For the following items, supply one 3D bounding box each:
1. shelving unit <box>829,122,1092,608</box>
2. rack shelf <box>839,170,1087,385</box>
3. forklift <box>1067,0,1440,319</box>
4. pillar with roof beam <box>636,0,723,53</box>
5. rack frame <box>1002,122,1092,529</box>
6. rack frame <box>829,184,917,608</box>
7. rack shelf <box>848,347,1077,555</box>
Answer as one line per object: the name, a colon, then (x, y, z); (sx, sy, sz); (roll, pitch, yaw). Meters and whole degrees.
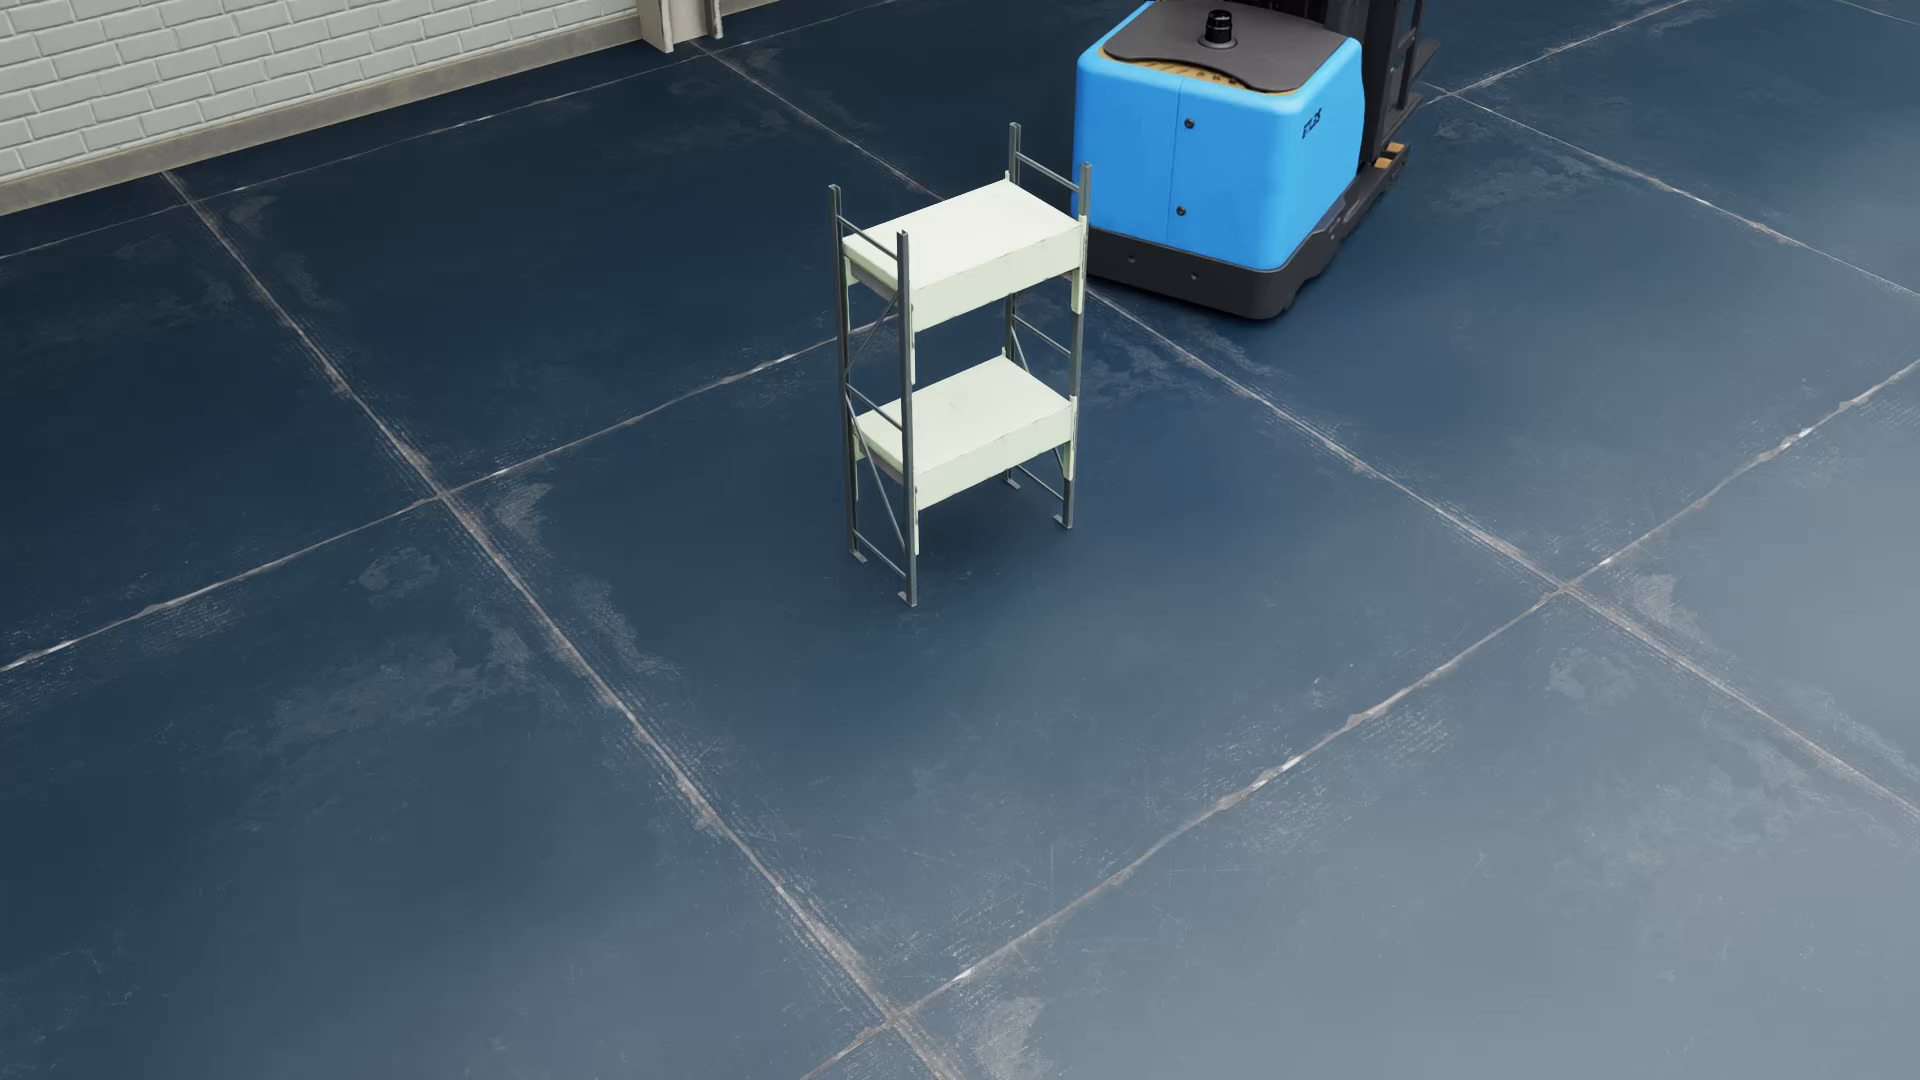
shelving unit: (0.005, -0.582, 5.777); (0.755, 1.500, 0.431); (-26, 46, -28)
rack shelf: (0.005, -0.884, 5.530); (0.720, 0.370, 0.431); (-26, 46, -28)
forklift: (1.648, -3.023, 7.625); (1.130, 2.935, 3.031); (20, 43, 22)
pillar with roof beam: (0.966, -4.313, 4.412); (0.400, 9.000, 9.100); (-26, 46, -28)
rack frame: (0.295, -0.724, 5.950); (0.023, 1.500, 0.400); (-26, 46, -28)
rack frame: (-0.285, -0.441, 5.605); (0.023, 1.500, 0.400); (-26, 46, -28)
rack shelf: (0.005, -0.330, 5.984); (0.720, 0.370, 0.431); (-26, 46, -28)
